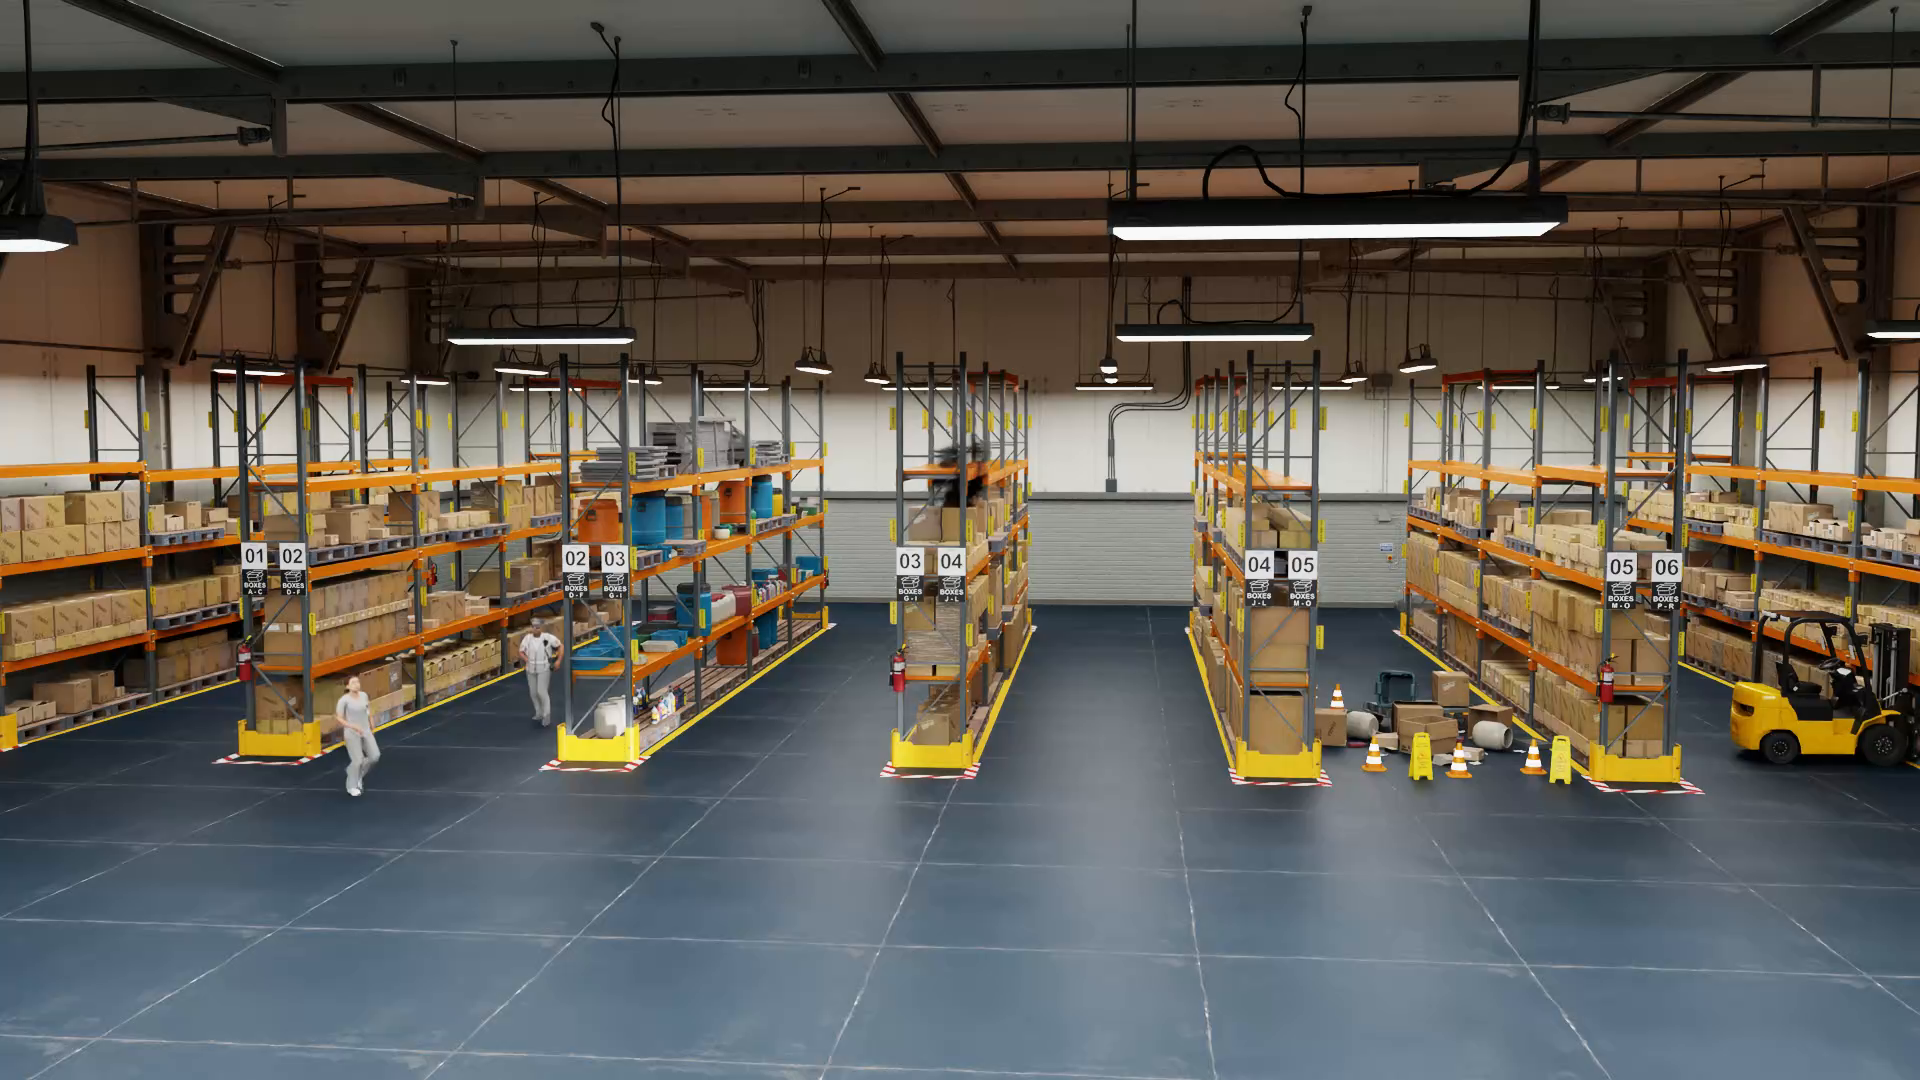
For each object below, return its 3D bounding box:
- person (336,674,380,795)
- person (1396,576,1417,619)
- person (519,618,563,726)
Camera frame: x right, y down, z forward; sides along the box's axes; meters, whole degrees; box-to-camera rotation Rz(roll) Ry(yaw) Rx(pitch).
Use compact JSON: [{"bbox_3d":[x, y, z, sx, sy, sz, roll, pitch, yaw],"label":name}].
[{"bbox_3d":[-8.051,2.606,22.269,0.537,1.628,0.578,3,5,37],"label":"person"},{"bbox_3d":[10.872,1.311,40.366,0.580,1.624,0.604,1,4,17],"label":"person"},{"bbox_3d":[-6.943,2.196,27.458,0.680,1.848,0.752,0,4,3],"label":"person"}]
